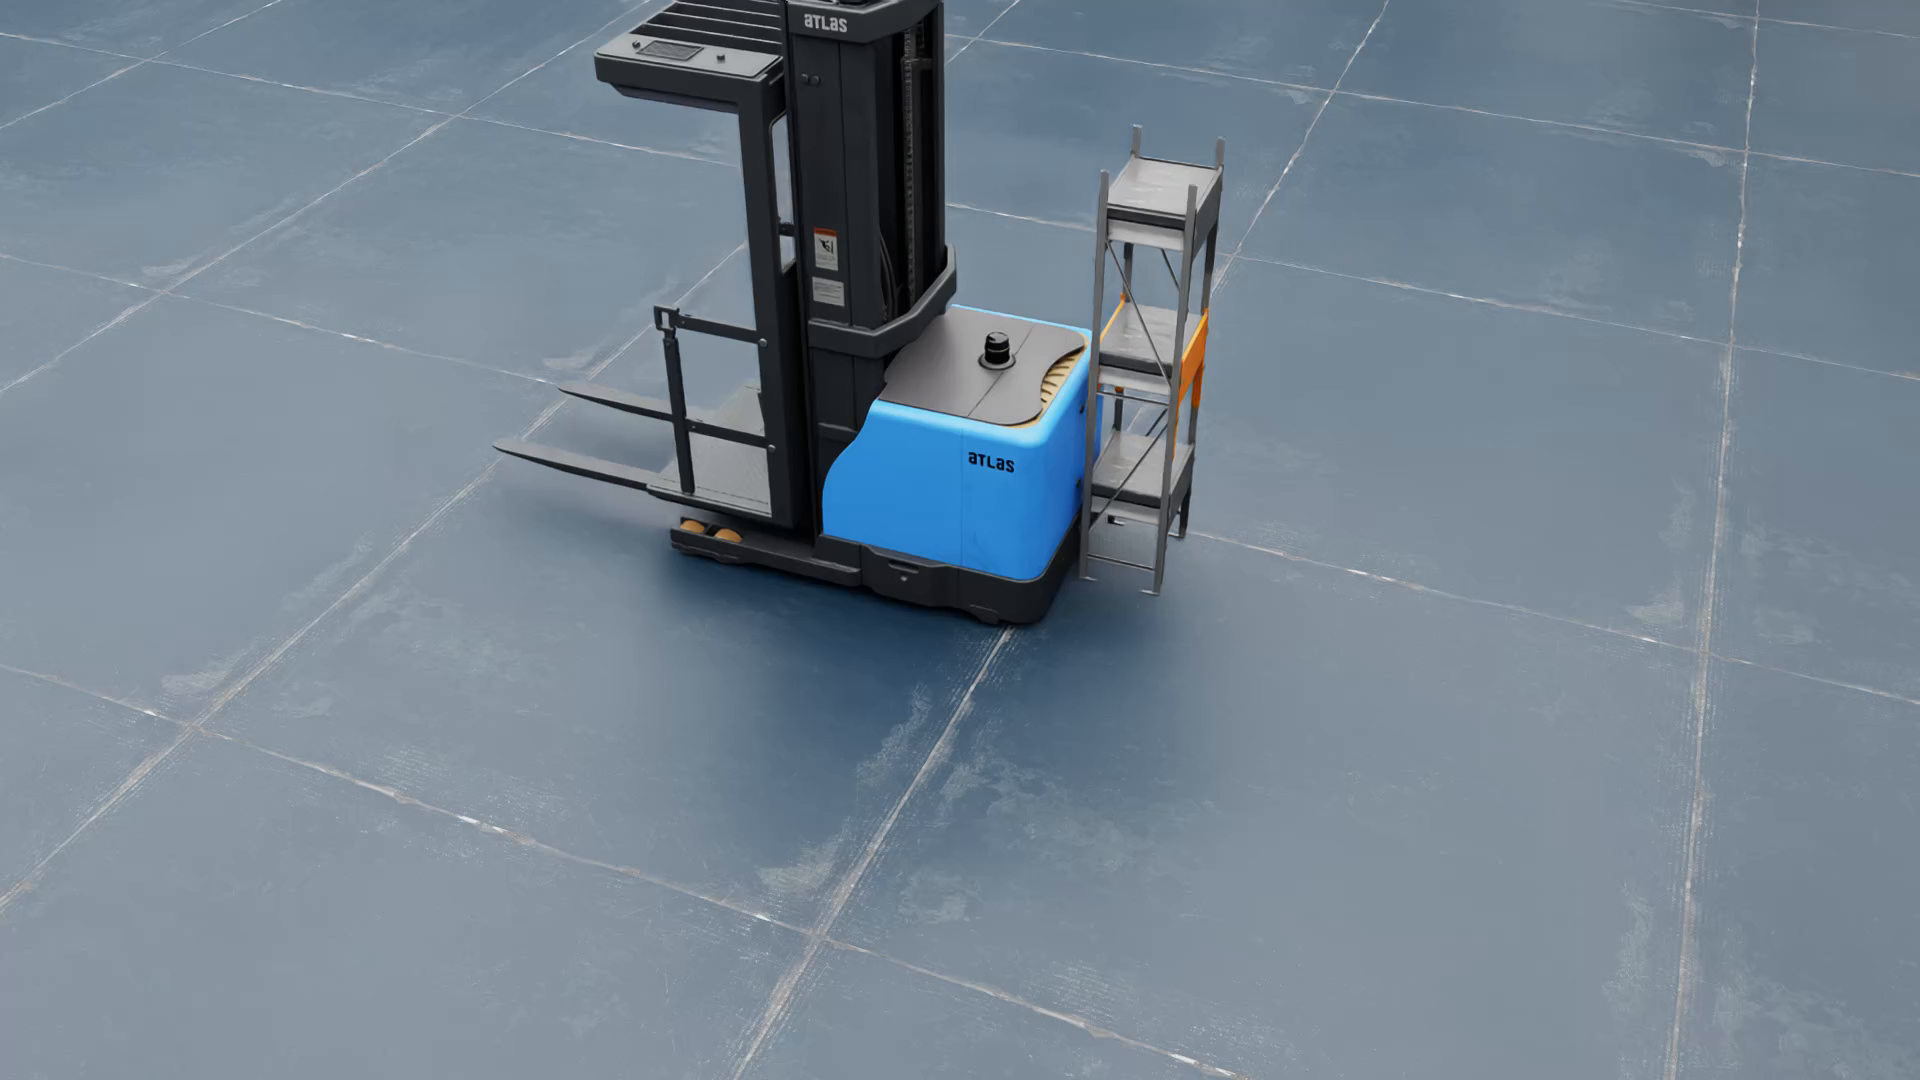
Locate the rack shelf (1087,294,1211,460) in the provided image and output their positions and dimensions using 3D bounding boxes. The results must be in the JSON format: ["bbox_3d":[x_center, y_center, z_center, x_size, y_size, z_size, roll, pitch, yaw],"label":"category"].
[{"bbox_3d":[0.853,-0.740,7.510,0.431,0.518,0.480,13,39,16],"label":"rack shelf"}]

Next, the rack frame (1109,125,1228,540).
[{"bbox_3d":[0.938,-0.888,7.685,0.400,2.100,0.015,13,39,16],"label":"rack frame"}]

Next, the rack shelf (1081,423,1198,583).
[{"bbox_3d":[0.853,-0.180,7.929,0.431,0.518,0.480,13,39,16],"label":"rack shelf"}]

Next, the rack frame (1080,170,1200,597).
[{"bbox_3d":[0.768,-0.614,7.318,0.400,2.100,0.015,13,39,16],"label":"rack frame"}]

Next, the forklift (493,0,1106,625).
[{"bbox_3d":[-0.866,-1.336,7.589,3.031,2.935,1.130,13,39,17],"label":"forklift"}]

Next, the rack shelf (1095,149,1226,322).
[{"bbox_3d":[0.853,-1.301,7.091,0.431,0.518,0.480,13,39,16],"label":"rack shelf"}]

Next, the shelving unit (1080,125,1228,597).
[{"bbox_3d":[0.853,-0.751,7.501,0.431,2.100,0.503,13,39,16],"label":"shelving unit"}]
